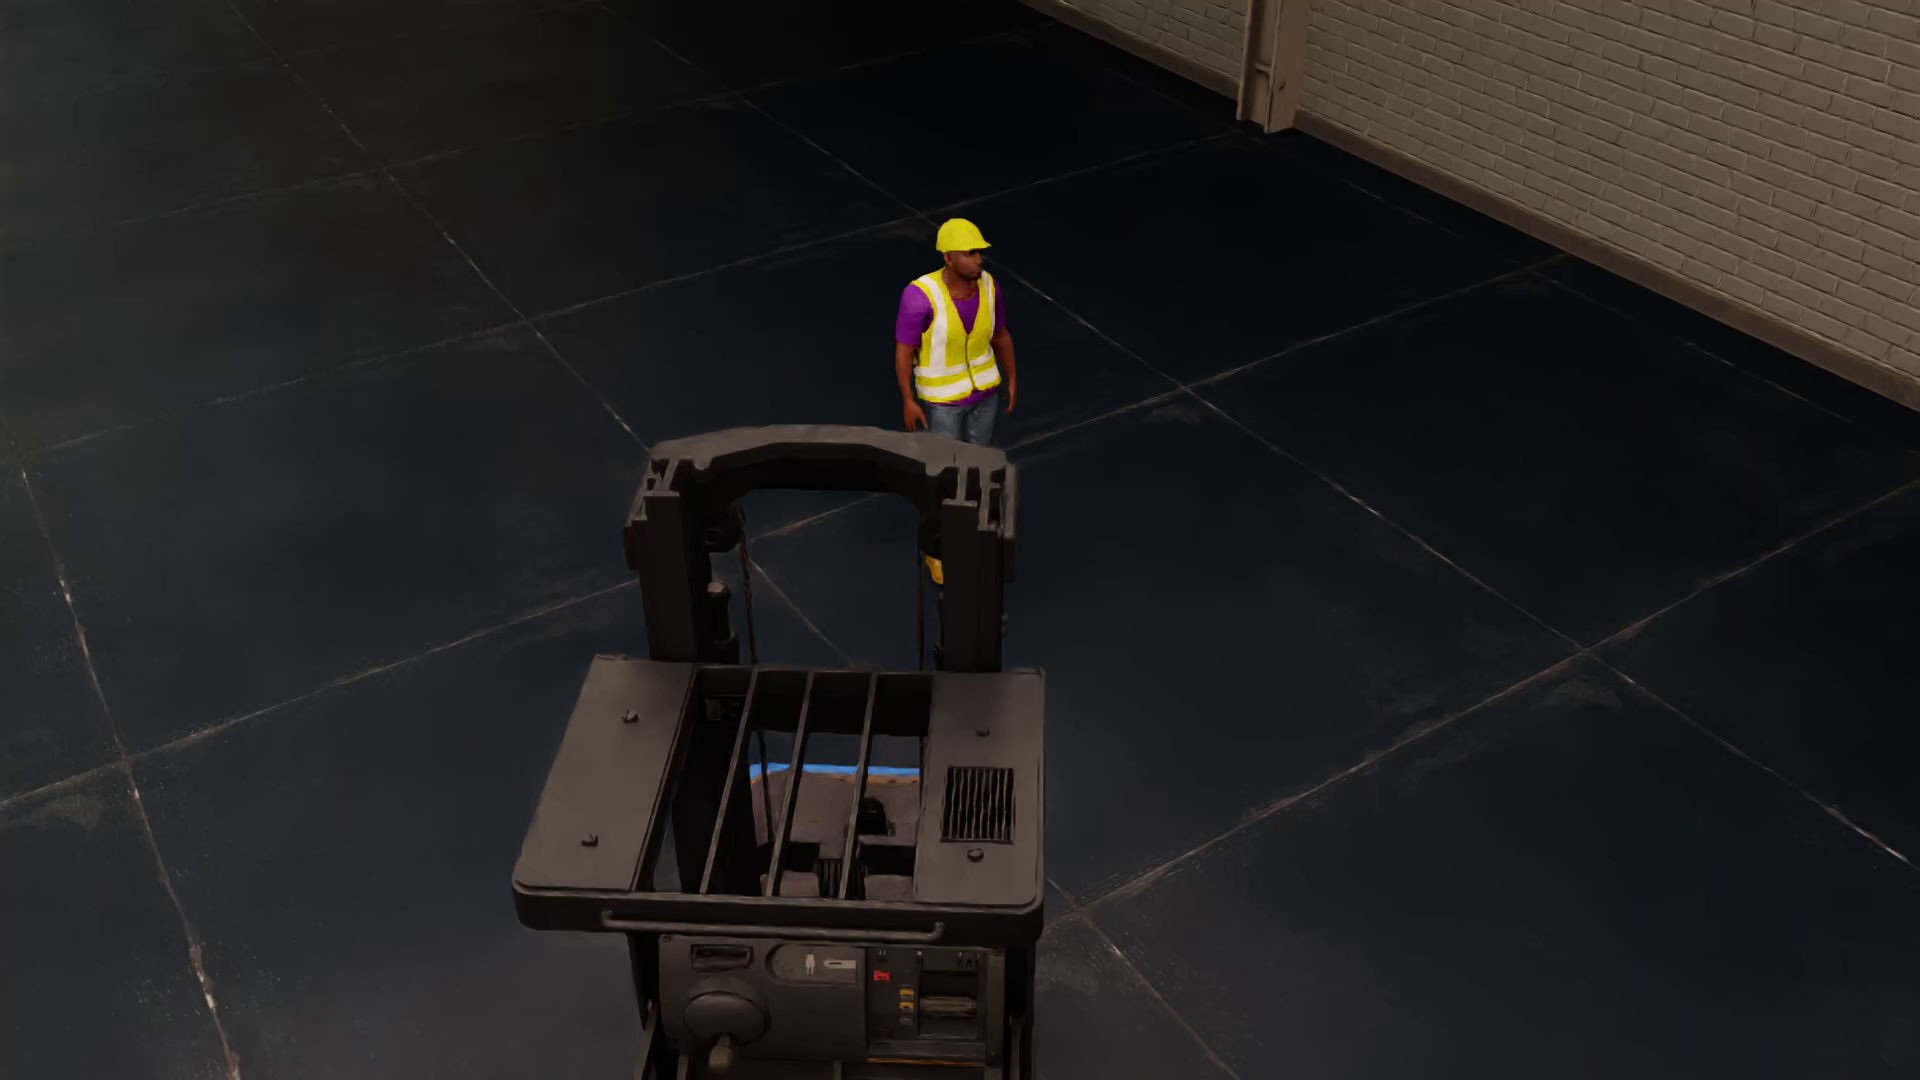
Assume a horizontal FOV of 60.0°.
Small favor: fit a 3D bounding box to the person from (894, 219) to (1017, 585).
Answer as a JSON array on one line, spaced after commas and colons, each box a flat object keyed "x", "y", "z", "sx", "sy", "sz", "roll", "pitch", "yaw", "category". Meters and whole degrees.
[{"x": 0.033, "y": -0.693, "z": 8.135, "sx": 0.665, "sy": 1.766, "sz": 0.576, "roll": -21, "pitch": 40, "yaw": -27, "category": "person"}]

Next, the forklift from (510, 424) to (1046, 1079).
[{"x": -0.353, "y": 1.302, "z": 4.295, "sx": 1.130, "sy": 2.935, "sz": 3.031, "roll": 2, "pitch": 35, "yaw": 2, "category": "forklift"}]
